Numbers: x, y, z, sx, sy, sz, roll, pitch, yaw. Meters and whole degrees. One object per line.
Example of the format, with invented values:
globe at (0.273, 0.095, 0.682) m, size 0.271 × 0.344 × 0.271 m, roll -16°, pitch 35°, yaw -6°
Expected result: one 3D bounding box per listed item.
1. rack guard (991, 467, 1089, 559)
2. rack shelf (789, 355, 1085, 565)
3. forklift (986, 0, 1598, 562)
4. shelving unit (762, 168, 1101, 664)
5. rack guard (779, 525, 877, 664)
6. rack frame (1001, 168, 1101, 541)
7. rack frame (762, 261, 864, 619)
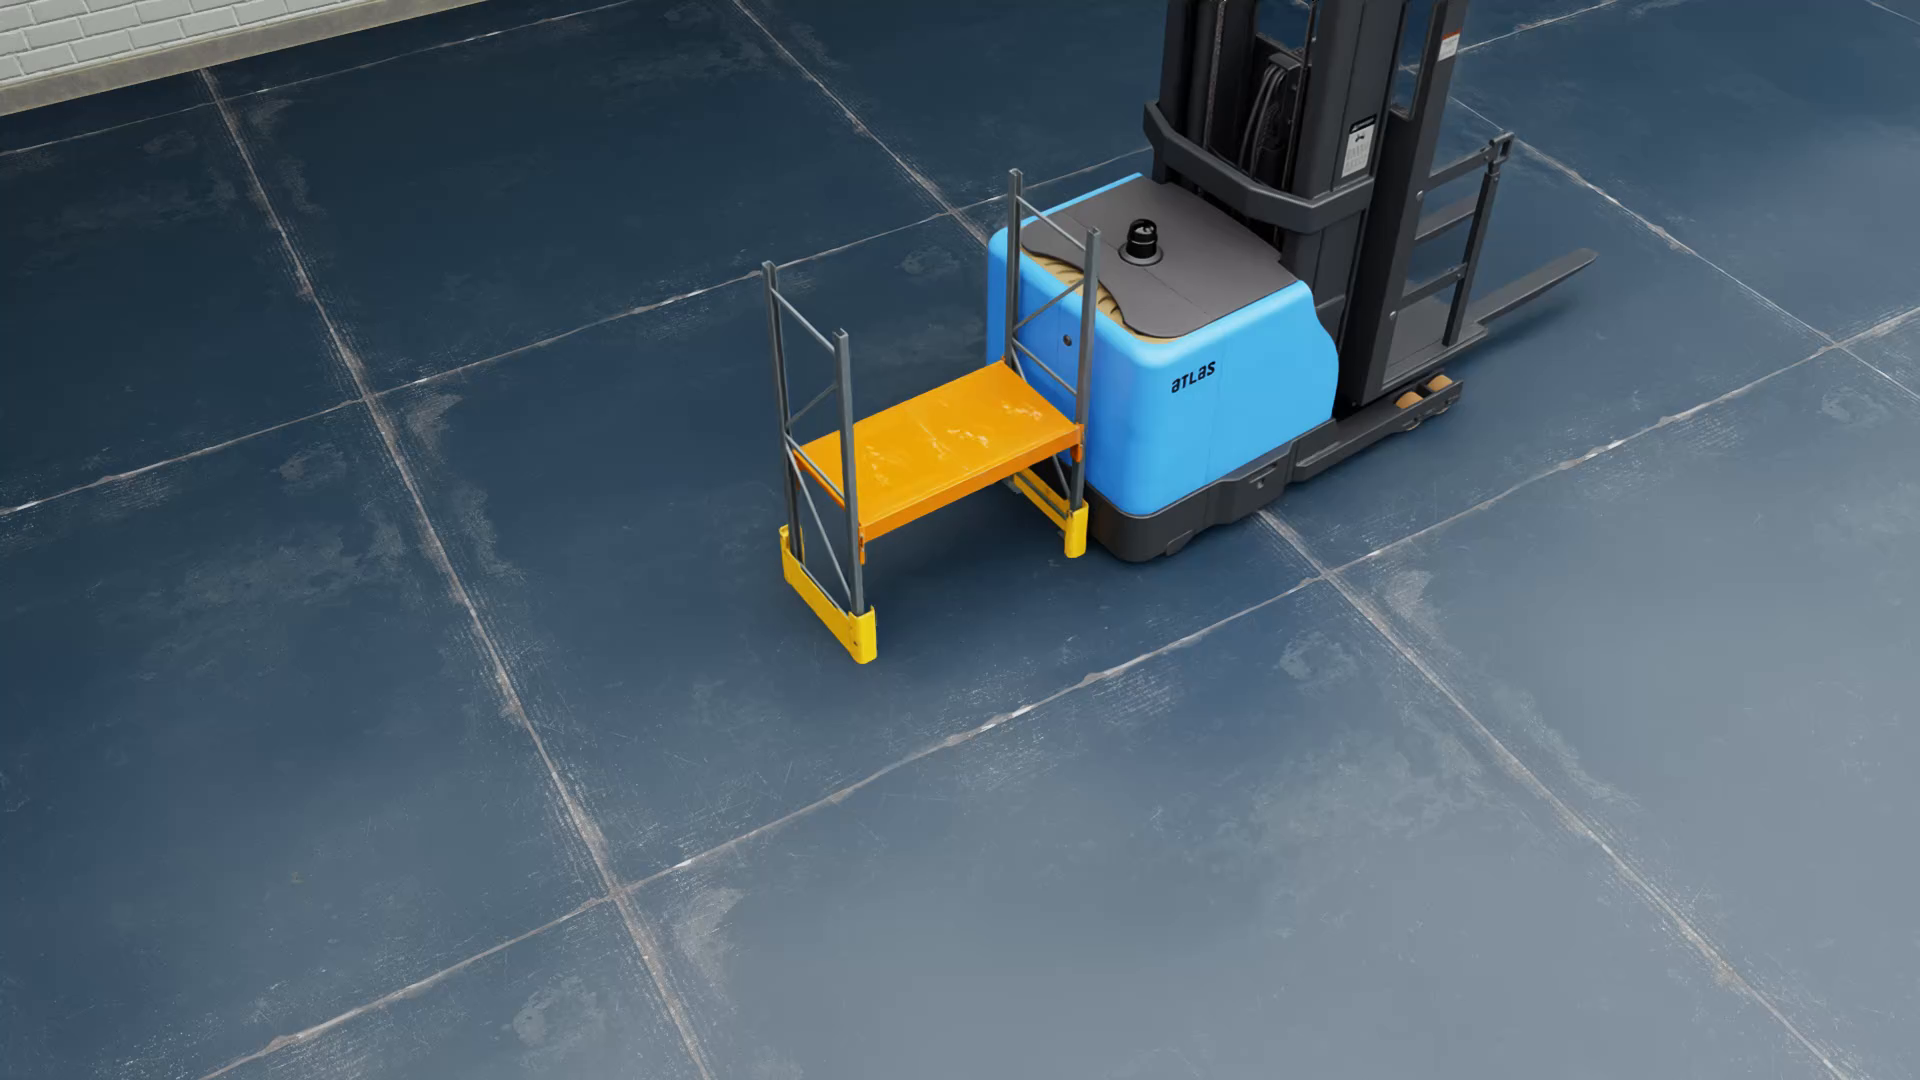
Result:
rack guard at (0.313, -0.193, 6.770) m, size 0.087 × 0.250 × 0.587 m, roll -26°, pitch 50°, yaw -24°
rack shelf at (-0.090, -0.320, 6.261) m, size 1.000 × 0.185 × 0.538 m, roll -26°, pitch 50°, yaw -24°
forklift at (1.583, -1.801, 6.501) m, size 3.031 × 2.935 × 1.130 m, roll -27°, pitch 50°, yaw -25°
shelving unit at (-0.097, -0.445, 6.132) m, size 1.083 × 1.500 × 0.587 m, roll -26°, pitch 50°, yaw -24°
rack guard at (-0.507, 0.200, 6.364) m, size 0.087 × 0.250 × 0.587 m, roll -26°, pitch 50°, yaw -24°
rack frame at (0.329, -0.650, 6.342) m, size 0.032 × 1.500 × 0.500 m, roll -26°, pitch 50°, yaw -24°
rack frame at (-0.508, -0.248, 5.928) m, size 0.032 × 1.500 × 0.500 m, roll -26°, pitch 50°, yaw -24°
